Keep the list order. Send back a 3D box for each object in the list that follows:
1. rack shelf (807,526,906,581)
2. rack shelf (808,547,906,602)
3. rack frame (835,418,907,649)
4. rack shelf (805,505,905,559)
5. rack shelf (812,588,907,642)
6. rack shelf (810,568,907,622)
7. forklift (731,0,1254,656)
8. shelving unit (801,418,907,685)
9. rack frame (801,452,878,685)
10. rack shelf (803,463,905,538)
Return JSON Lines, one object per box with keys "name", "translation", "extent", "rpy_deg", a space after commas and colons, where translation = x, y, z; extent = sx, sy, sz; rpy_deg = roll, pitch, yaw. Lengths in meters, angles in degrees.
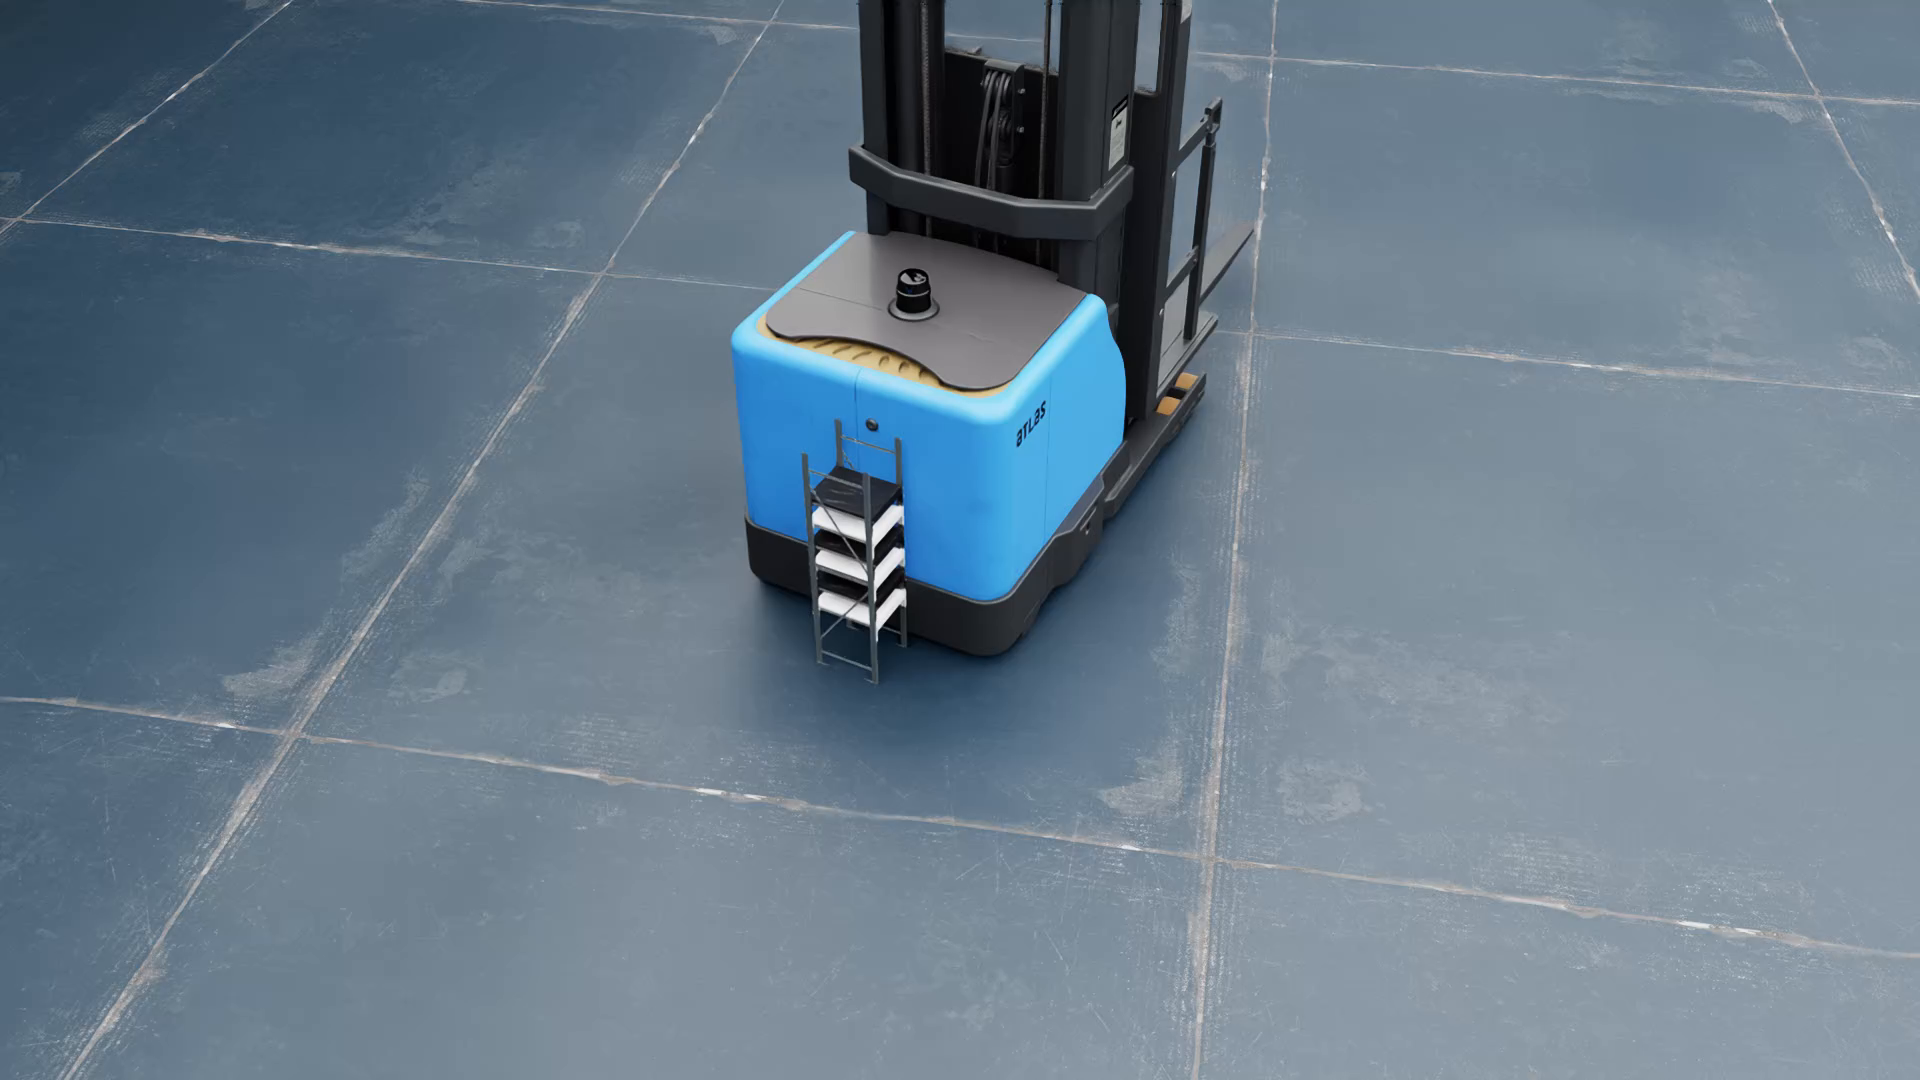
{"name": "rack shelf", "translation": [-0.339, 0.009, 5.444], "extent": [0.258, 0.077, 0.200], "rpy_deg": [18, 43, 21]}
{"name": "rack shelf", "translation": [-0.339, 0.078, 5.501], "extent": [0.258, 0.077, 0.200], "rpy_deg": [18, 43, 21]}
{"name": "rack frame", "translation": [-0.292, -0.005, 5.550], "extent": [0.240, 0.900, 0.006], "rpy_deg": [18, 43, 21]}
{"name": "rack shelf", "translation": [-0.339, -0.060, 5.387], "extent": [0.258, 0.077, 0.200], "rpy_deg": [18, 43, 21]}
{"name": "rack shelf", "translation": [-0.339, 0.217, 5.616], "extent": [0.258, 0.077, 0.200], "rpy_deg": [18, 43, 21]}
{"name": "rack shelf", "translation": [-0.339, 0.148, 5.559], "extent": [0.258, 0.077, 0.200], "rpy_deg": [18, 43, 21]}
{"name": "forklift", "translation": [0.363, -1.665, 5.964], "extent": [1.130, 2.935, 3.031], "rpy_deg": [18, 43, 21]}
{"name": "shelving unit", "translation": [-0.339, 0.053, 5.480], "extent": [0.258, 0.900, 0.210], "rpy_deg": [18, 43, 21]}
{"name": "rack frame", "translation": [-0.386, 0.110, 5.410], "extent": [0.240, 0.900, 0.006], "rpy_deg": [18, 43, 21]}
{"name": "rack shelf", "translation": [-0.339, -0.130, 5.329], "extent": [0.258, 0.077, 0.200], "rpy_deg": [18, 43, 21]}
